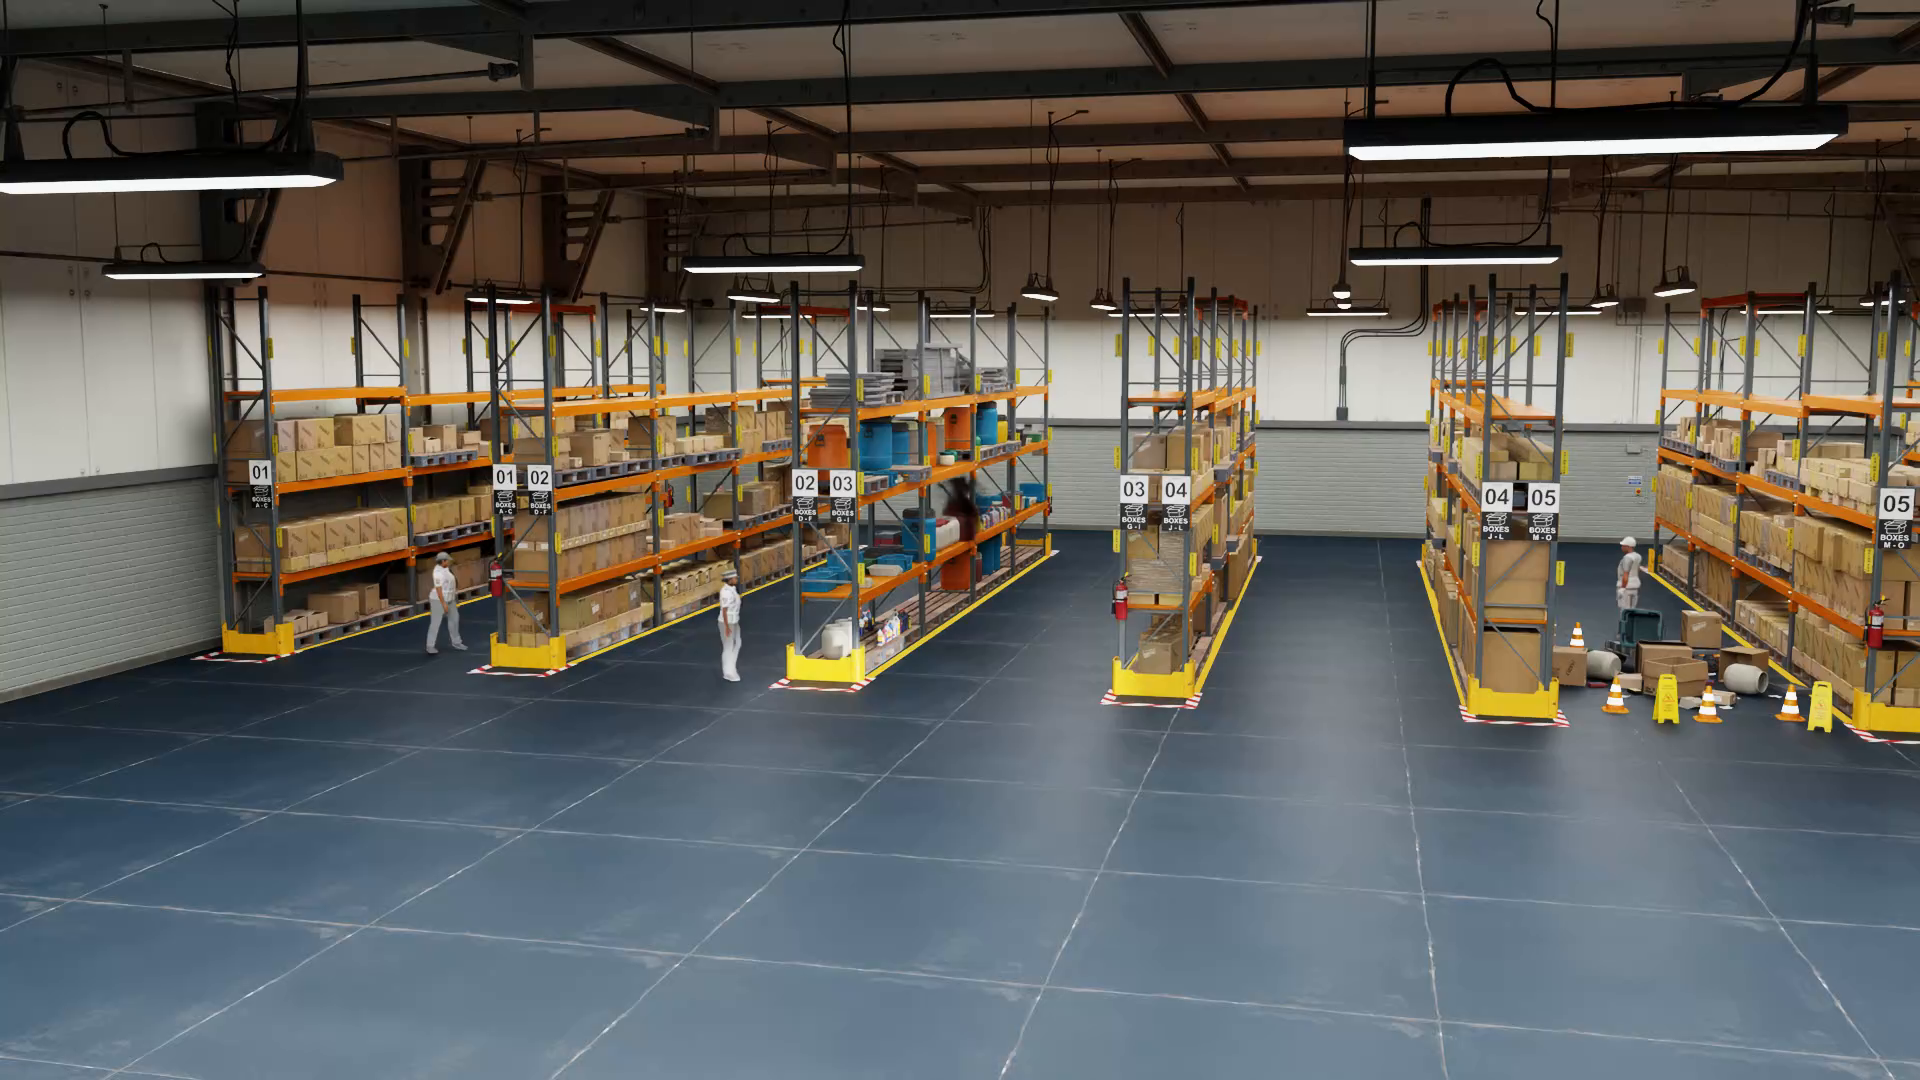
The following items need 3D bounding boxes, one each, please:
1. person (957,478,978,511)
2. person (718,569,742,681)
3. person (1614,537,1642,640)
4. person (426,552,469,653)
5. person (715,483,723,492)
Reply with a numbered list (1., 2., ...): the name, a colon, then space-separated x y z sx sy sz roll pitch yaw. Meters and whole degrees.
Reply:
1. person: 0.234 -0.625 41.449 0.556 1.832 0.447 -5 8 -38
2. person: -3.499 1.315 25.294 0.357 1.758 0.543 1 7 6
3. person: 11.464 0.831 28.681 0.556 1.790 0.560 -3 7 -28
4. person: -8.542 1.034 27.563 0.530 1.699 0.657 1 7 12
5. person: -5.867 -0.579 41.360 0.611 1.671 0.446 3 7 23
